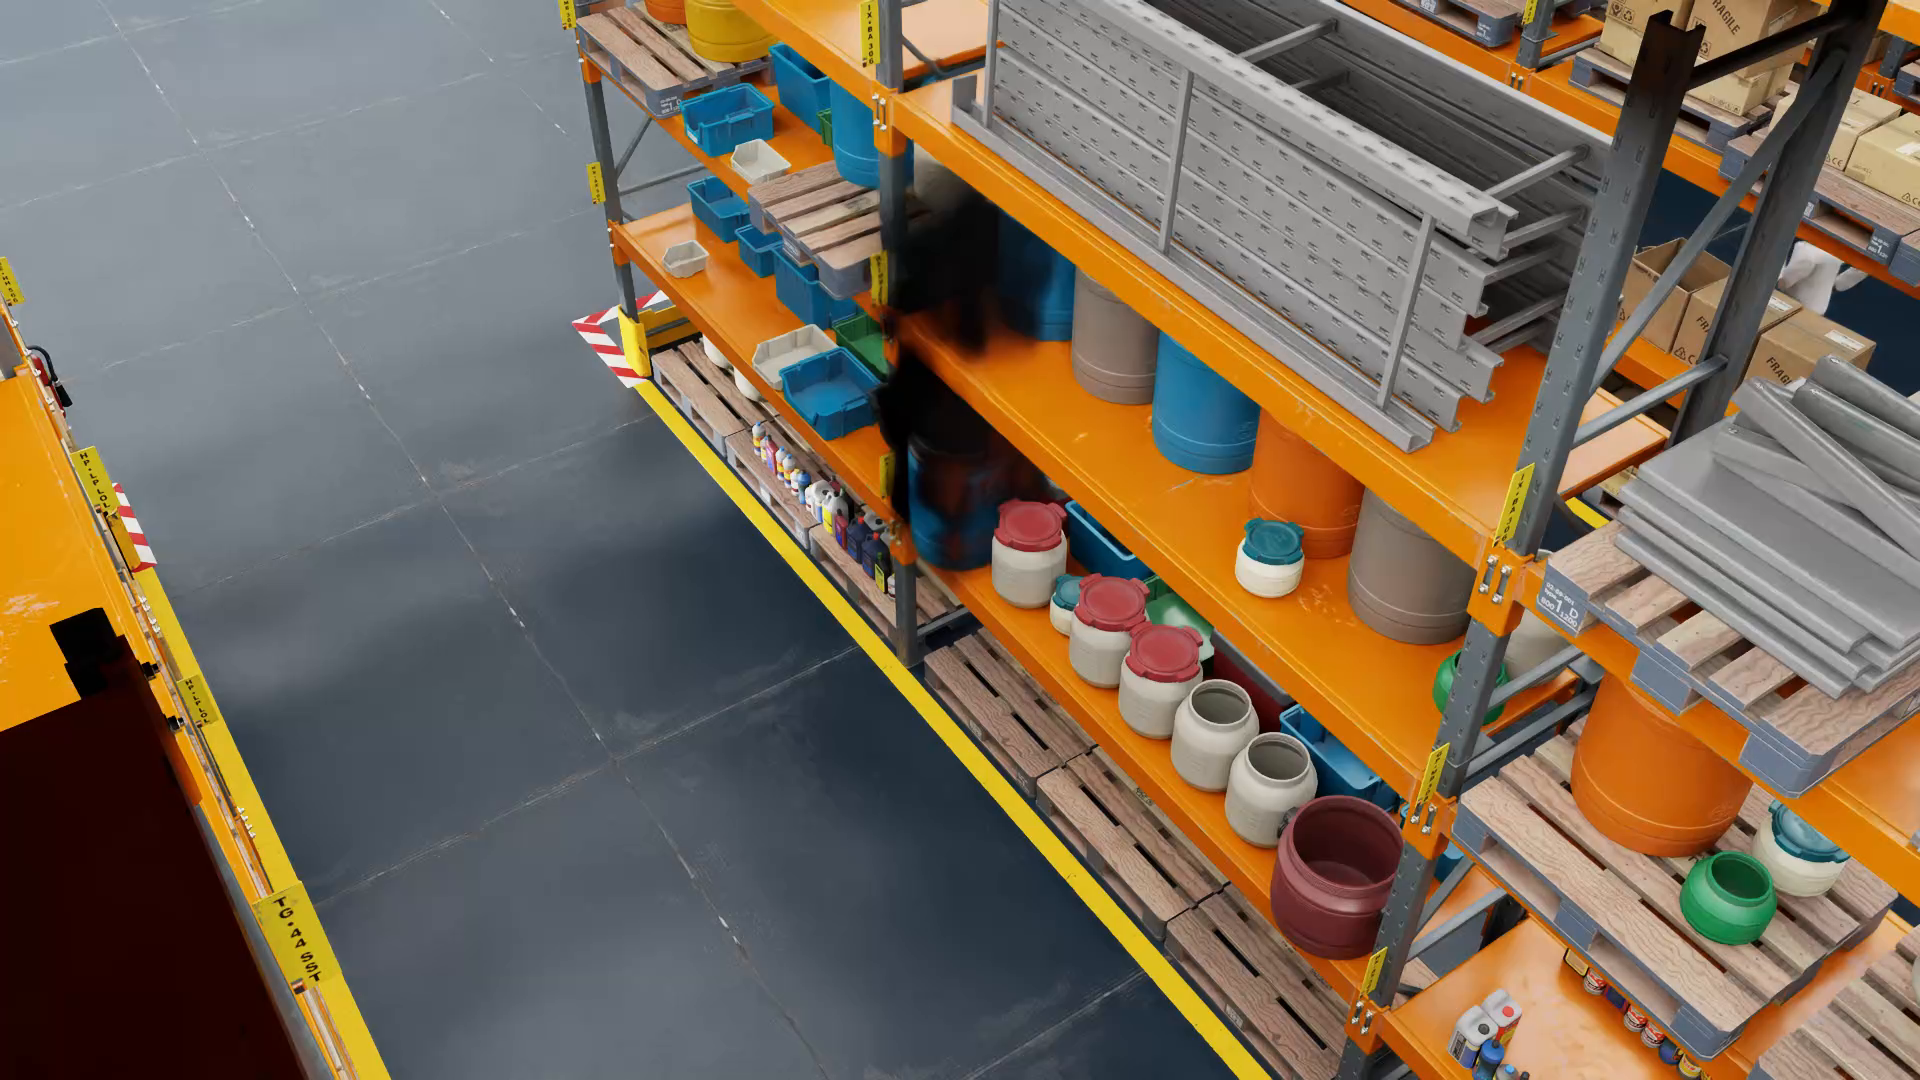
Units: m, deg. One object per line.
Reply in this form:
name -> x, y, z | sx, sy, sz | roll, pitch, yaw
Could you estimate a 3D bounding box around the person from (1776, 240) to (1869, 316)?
person -> 6.223, -1.715, 12.274 | 0.711, 1.754, 1.032 | -23, 48, -23
